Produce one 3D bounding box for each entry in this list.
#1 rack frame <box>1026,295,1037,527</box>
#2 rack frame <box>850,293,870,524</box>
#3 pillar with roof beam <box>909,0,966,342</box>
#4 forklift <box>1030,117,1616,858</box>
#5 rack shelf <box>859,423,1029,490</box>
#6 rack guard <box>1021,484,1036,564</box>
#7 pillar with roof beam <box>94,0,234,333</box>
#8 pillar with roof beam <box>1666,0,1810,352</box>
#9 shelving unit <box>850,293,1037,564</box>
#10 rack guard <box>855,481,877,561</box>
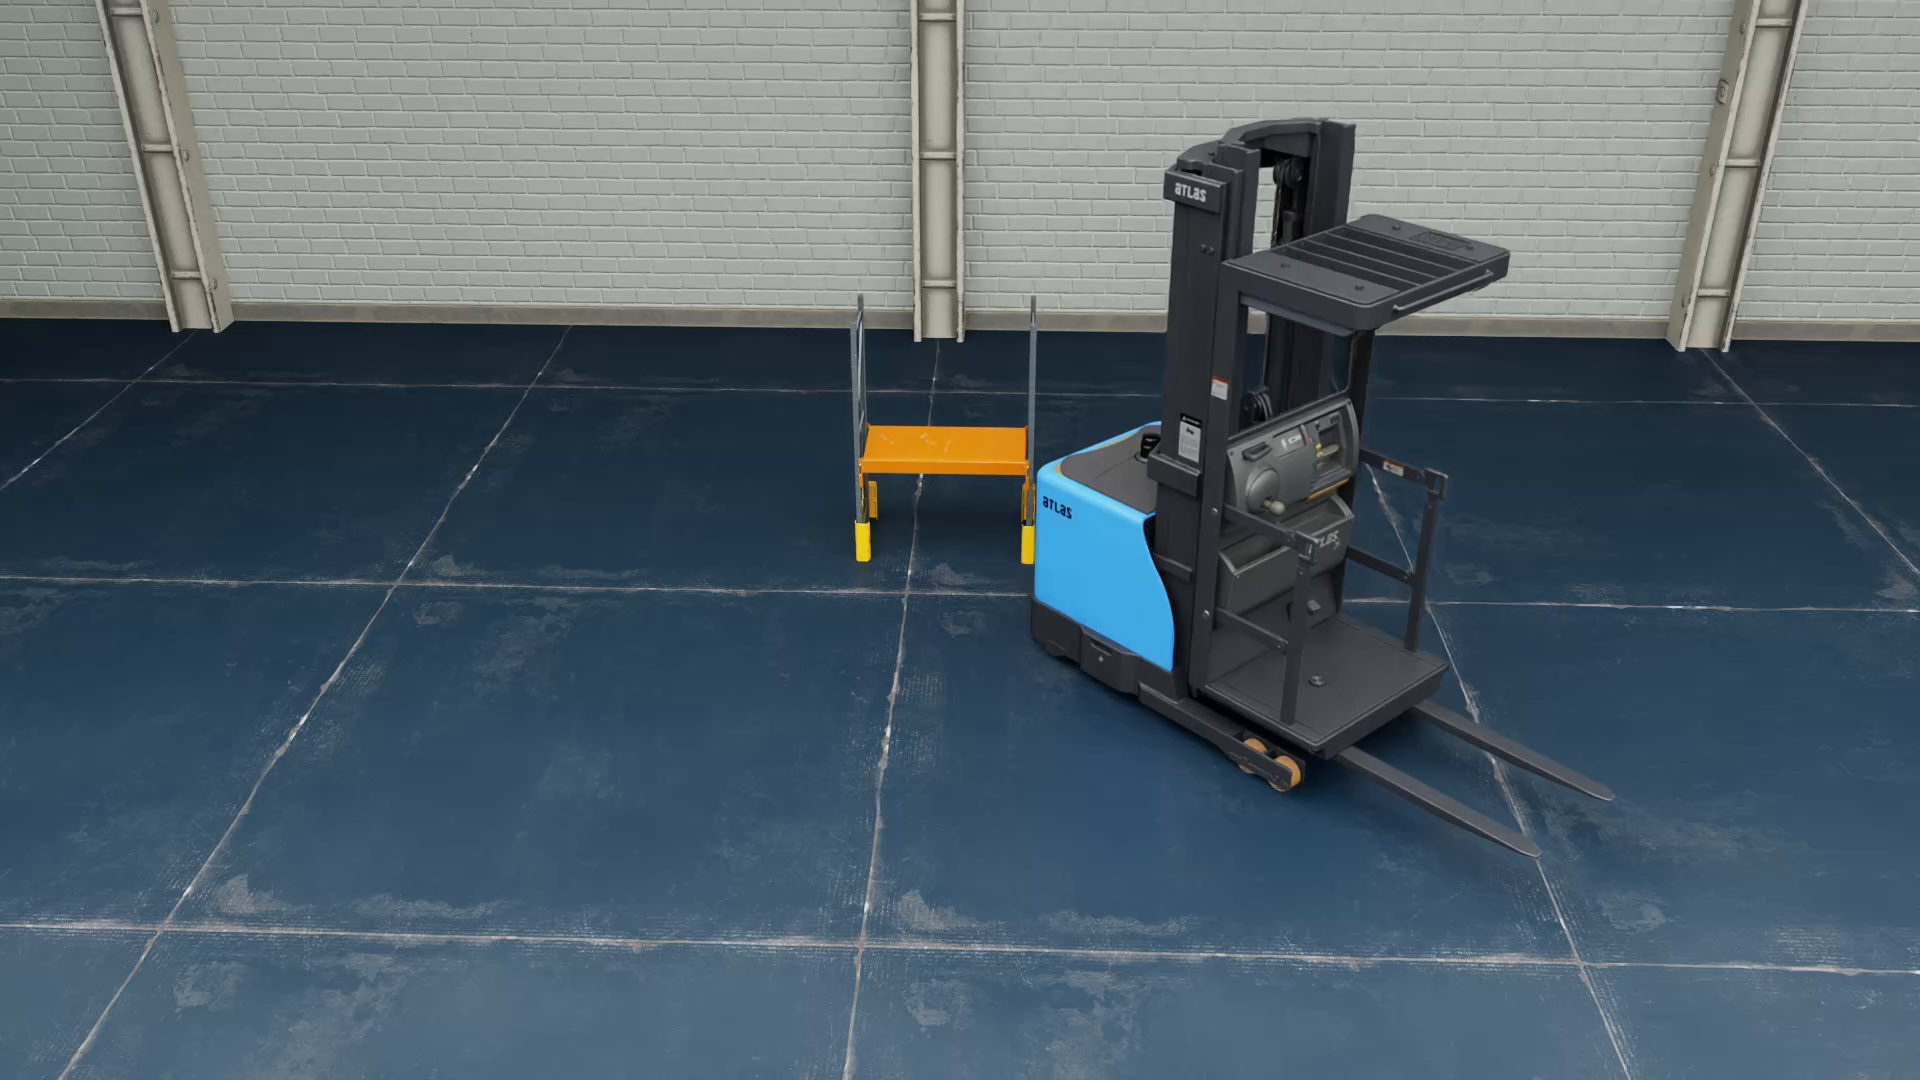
[{"bbox_3d":[0.423,-0.656,9.886,0.032,1.500,0.500,1,28,2],"label":"rack frame"},{"bbox_3d":[-0.593,-0.672,9.917,0.032,1.500,0.500,1,28,2],"label":"rack frame"},{"bbox_3d":[-0.315,-3.610,7.451,0.400,9.000,9.100,1,28,2],"label":"pillar with roof beam"},{"bbox_3d":[1.737,-0.360,7.799,1.130,2.935,3.031,-23,35,-36],"label":"forklift"},{"bbox_3d":[-0.085,-0.505,9.986,1.000,0.185,0.538,1,28,2],"label":"rack shelf"},{"bbox_3d":[0.422,-0.103,10.178,0.087,0.250,0.587,1,28,2],"label":"rack guard"},{"bbox_3d":[-6.311,-3.709,7.638,0.400,9.000,9.100,1,28,2],"label":"pillar with roof beam"},{"bbox_3d":[5.682,-3.510,7.264,0.400,9.000,9.100,1,28,2],"label":"pillar with roof beam"},{"bbox_3d":[-0.076,-0.664,9.901,1.083,1.500,0.587,1,28,2],"label":"shelving unit"},{"bbox_3d":[-0.574,-0.120,10.209,0.087,0.250,0.587,1,28,2],"label":"rack guard"}]
